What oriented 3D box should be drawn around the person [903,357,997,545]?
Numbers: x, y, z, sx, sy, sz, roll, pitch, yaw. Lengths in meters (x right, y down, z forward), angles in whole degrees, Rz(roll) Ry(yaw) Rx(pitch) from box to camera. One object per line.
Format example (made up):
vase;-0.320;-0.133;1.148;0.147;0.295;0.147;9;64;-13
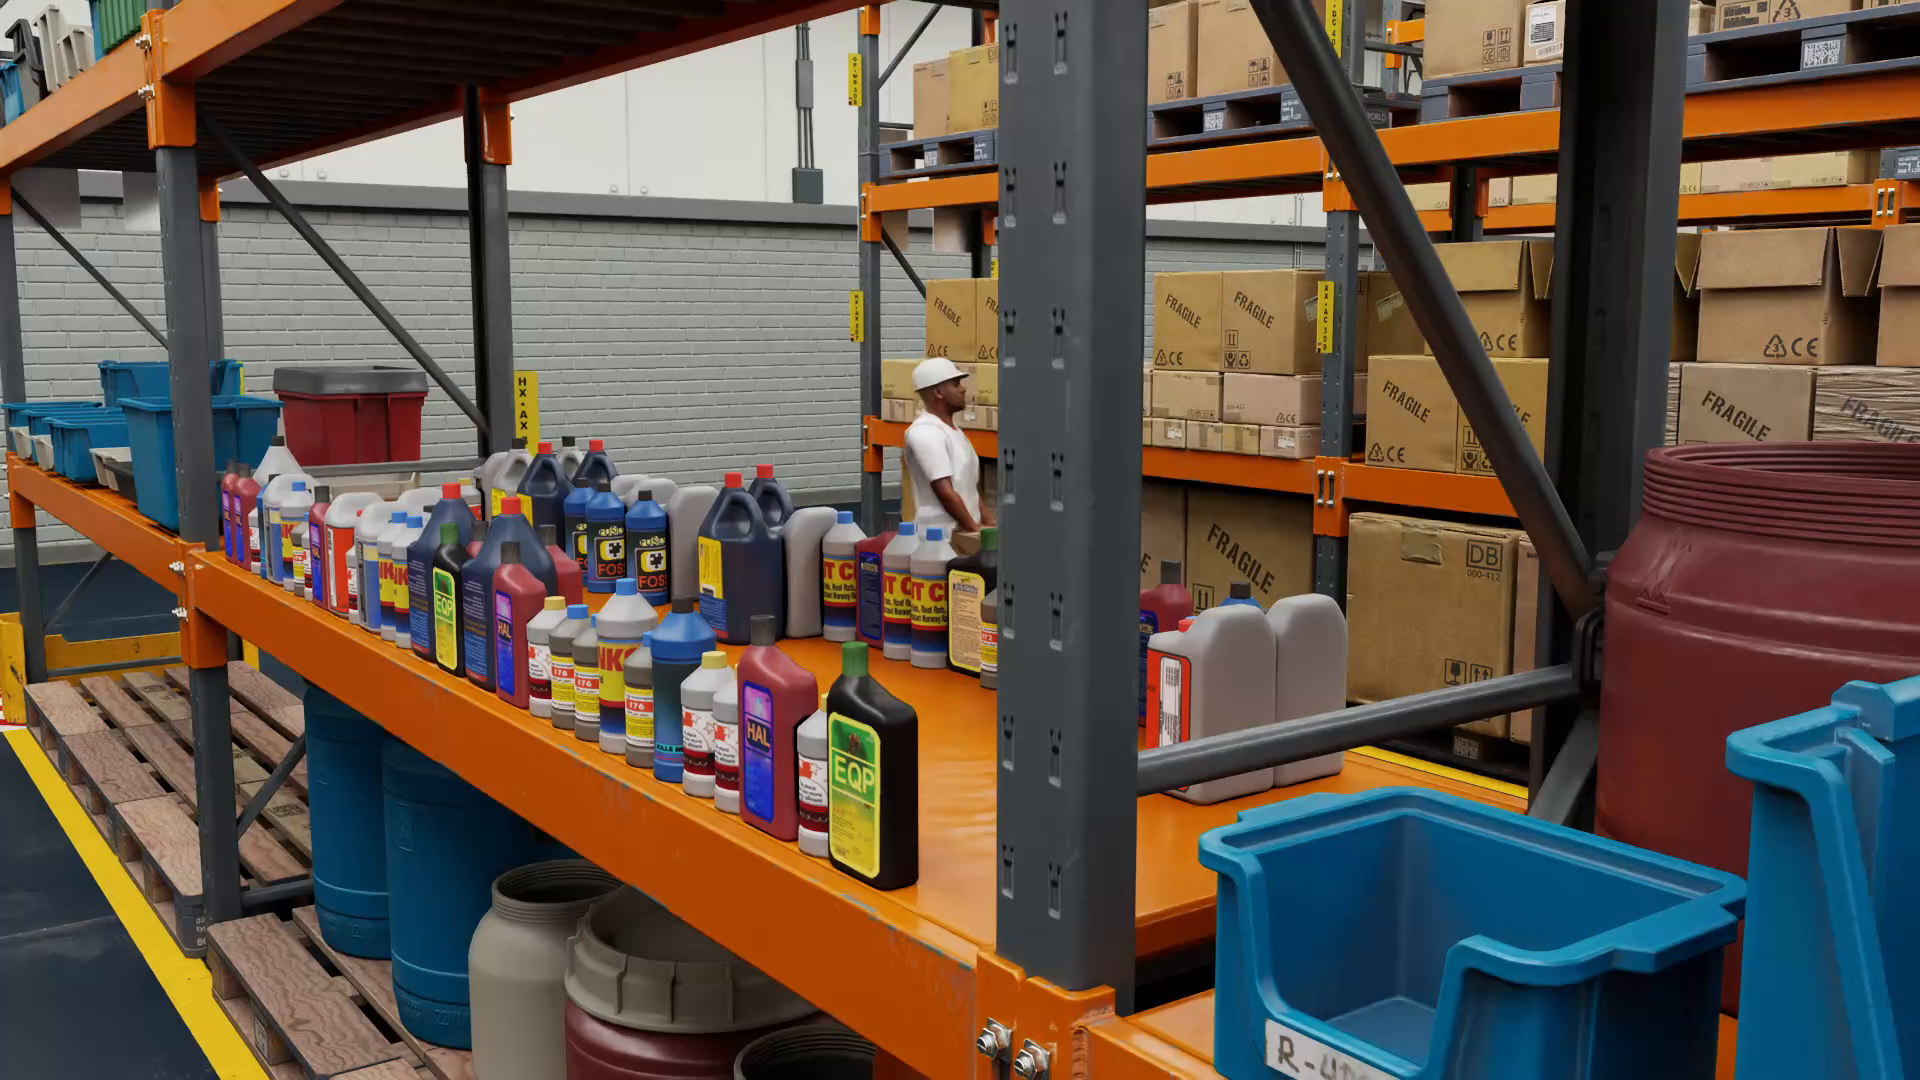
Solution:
person;-0.005;0.001;8.132;0.509;1.775;0.597;1;8;10
